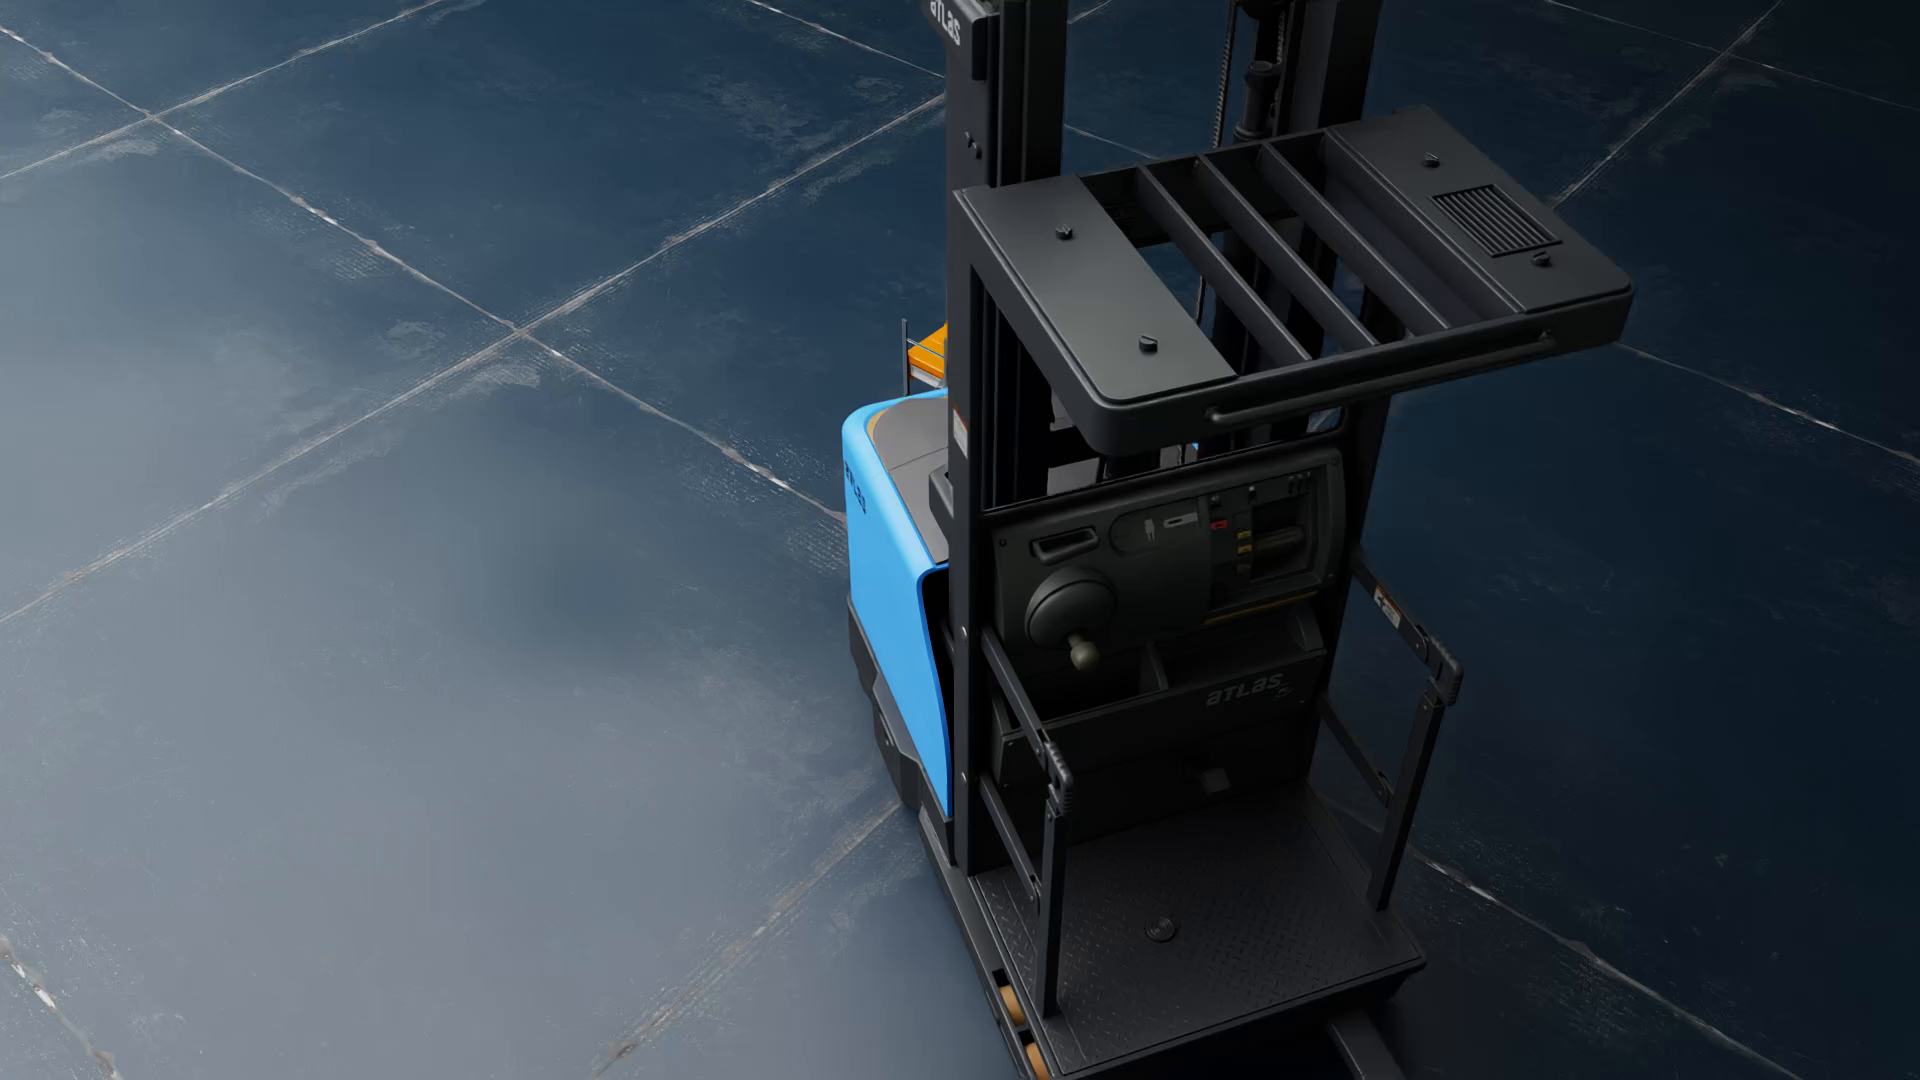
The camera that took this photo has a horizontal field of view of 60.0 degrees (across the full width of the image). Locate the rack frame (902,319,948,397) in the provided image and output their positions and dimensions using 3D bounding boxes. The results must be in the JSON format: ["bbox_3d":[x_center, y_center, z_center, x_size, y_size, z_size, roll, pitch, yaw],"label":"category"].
[{"bbox_3d":[-0.113,-0.298,5.797,0.200,1.050,0.008,29,50,28],"label":"rack frame"}]

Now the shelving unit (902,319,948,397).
[{"bbox_3d":[-0.034,-0.361,5.867,0.215,1.050,0.252,29,50,28],"label":"shelving unit"}]

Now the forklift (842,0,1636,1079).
[{"bbox_3d":[0.597,0.133,3.925,1.130,2.935,3.031,-14,44,-14],"label":"forklift"}]

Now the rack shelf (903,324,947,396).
[{"bbox_3d":[-0.034,-0.563,5.683,0.215,0.259,0.240,29,50,28],"label":"rack shelf"}]
